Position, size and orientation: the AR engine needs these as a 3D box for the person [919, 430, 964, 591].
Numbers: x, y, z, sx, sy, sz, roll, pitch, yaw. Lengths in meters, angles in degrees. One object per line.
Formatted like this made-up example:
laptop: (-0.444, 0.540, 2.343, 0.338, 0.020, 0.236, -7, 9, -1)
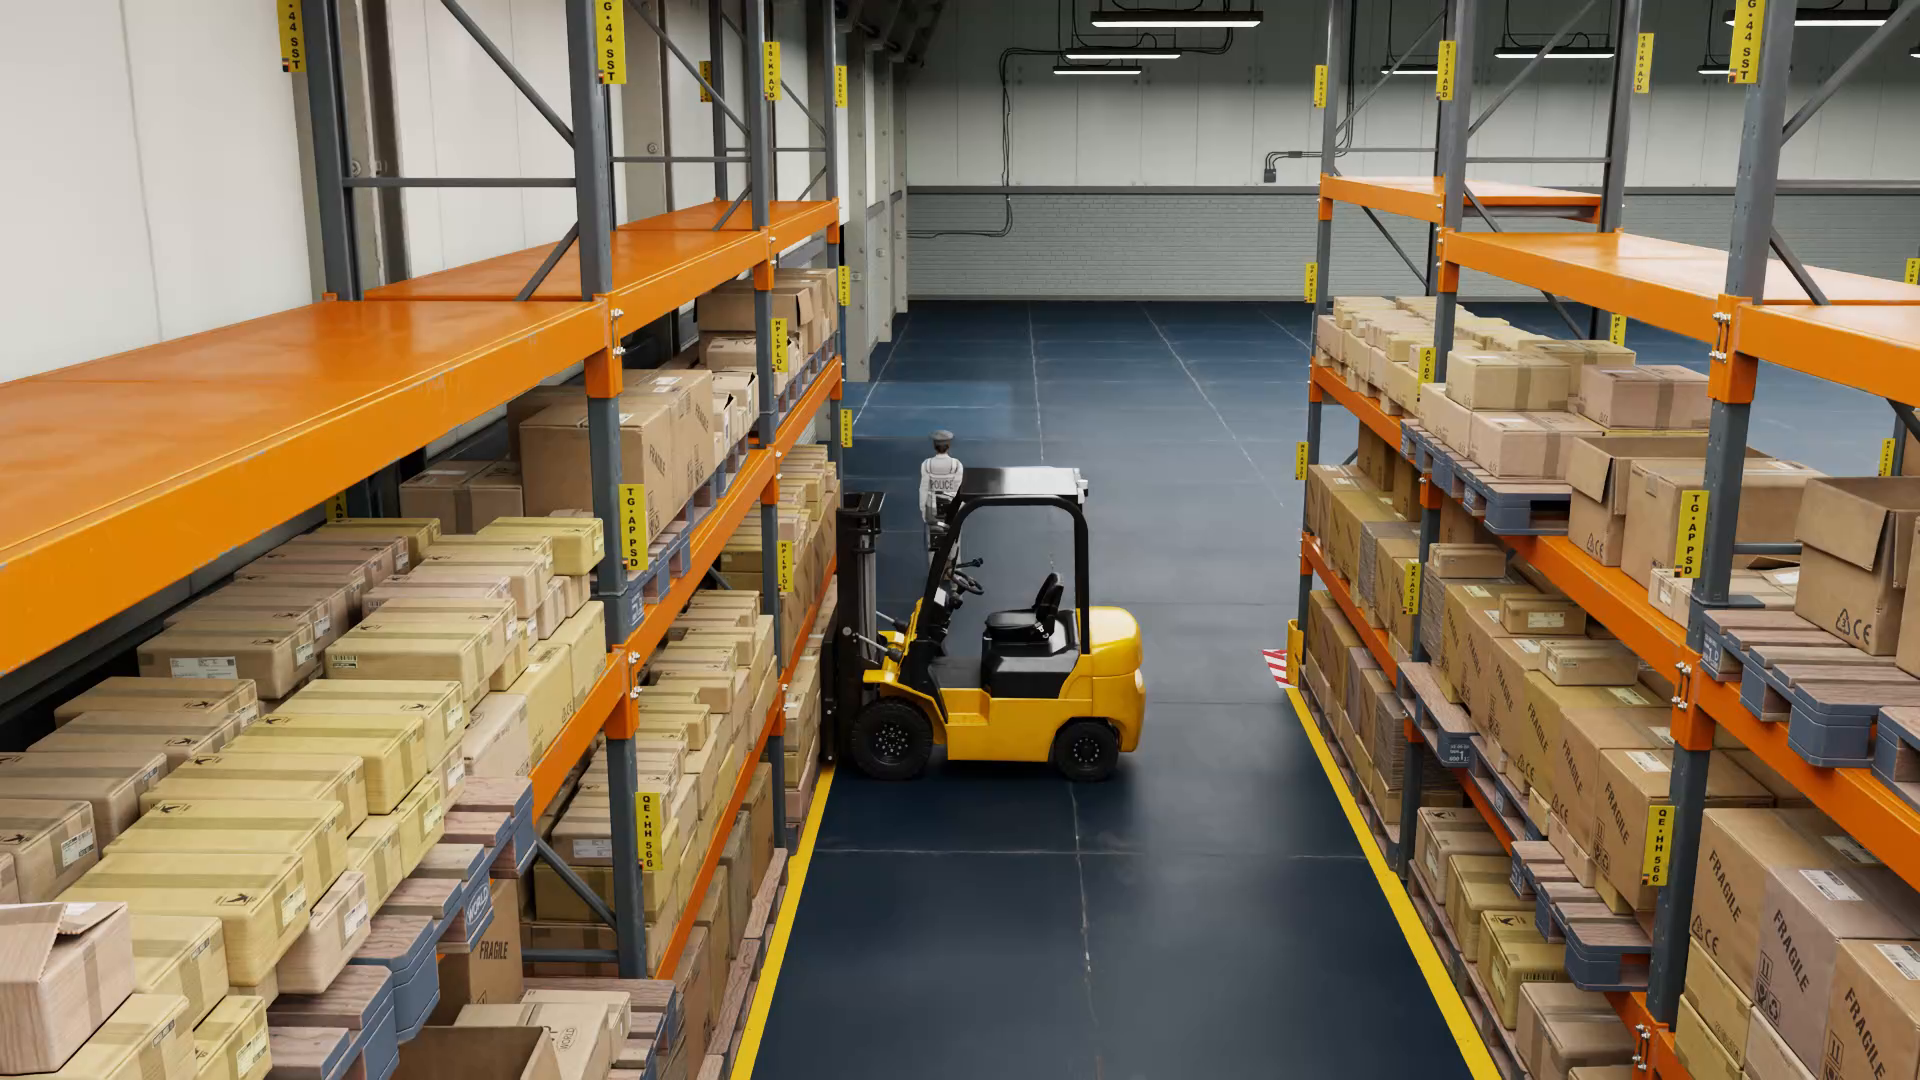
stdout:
person: (-0.188, -0.292, 17.203, 0.468, 1.682, 0.328, 1, 14, 3)
